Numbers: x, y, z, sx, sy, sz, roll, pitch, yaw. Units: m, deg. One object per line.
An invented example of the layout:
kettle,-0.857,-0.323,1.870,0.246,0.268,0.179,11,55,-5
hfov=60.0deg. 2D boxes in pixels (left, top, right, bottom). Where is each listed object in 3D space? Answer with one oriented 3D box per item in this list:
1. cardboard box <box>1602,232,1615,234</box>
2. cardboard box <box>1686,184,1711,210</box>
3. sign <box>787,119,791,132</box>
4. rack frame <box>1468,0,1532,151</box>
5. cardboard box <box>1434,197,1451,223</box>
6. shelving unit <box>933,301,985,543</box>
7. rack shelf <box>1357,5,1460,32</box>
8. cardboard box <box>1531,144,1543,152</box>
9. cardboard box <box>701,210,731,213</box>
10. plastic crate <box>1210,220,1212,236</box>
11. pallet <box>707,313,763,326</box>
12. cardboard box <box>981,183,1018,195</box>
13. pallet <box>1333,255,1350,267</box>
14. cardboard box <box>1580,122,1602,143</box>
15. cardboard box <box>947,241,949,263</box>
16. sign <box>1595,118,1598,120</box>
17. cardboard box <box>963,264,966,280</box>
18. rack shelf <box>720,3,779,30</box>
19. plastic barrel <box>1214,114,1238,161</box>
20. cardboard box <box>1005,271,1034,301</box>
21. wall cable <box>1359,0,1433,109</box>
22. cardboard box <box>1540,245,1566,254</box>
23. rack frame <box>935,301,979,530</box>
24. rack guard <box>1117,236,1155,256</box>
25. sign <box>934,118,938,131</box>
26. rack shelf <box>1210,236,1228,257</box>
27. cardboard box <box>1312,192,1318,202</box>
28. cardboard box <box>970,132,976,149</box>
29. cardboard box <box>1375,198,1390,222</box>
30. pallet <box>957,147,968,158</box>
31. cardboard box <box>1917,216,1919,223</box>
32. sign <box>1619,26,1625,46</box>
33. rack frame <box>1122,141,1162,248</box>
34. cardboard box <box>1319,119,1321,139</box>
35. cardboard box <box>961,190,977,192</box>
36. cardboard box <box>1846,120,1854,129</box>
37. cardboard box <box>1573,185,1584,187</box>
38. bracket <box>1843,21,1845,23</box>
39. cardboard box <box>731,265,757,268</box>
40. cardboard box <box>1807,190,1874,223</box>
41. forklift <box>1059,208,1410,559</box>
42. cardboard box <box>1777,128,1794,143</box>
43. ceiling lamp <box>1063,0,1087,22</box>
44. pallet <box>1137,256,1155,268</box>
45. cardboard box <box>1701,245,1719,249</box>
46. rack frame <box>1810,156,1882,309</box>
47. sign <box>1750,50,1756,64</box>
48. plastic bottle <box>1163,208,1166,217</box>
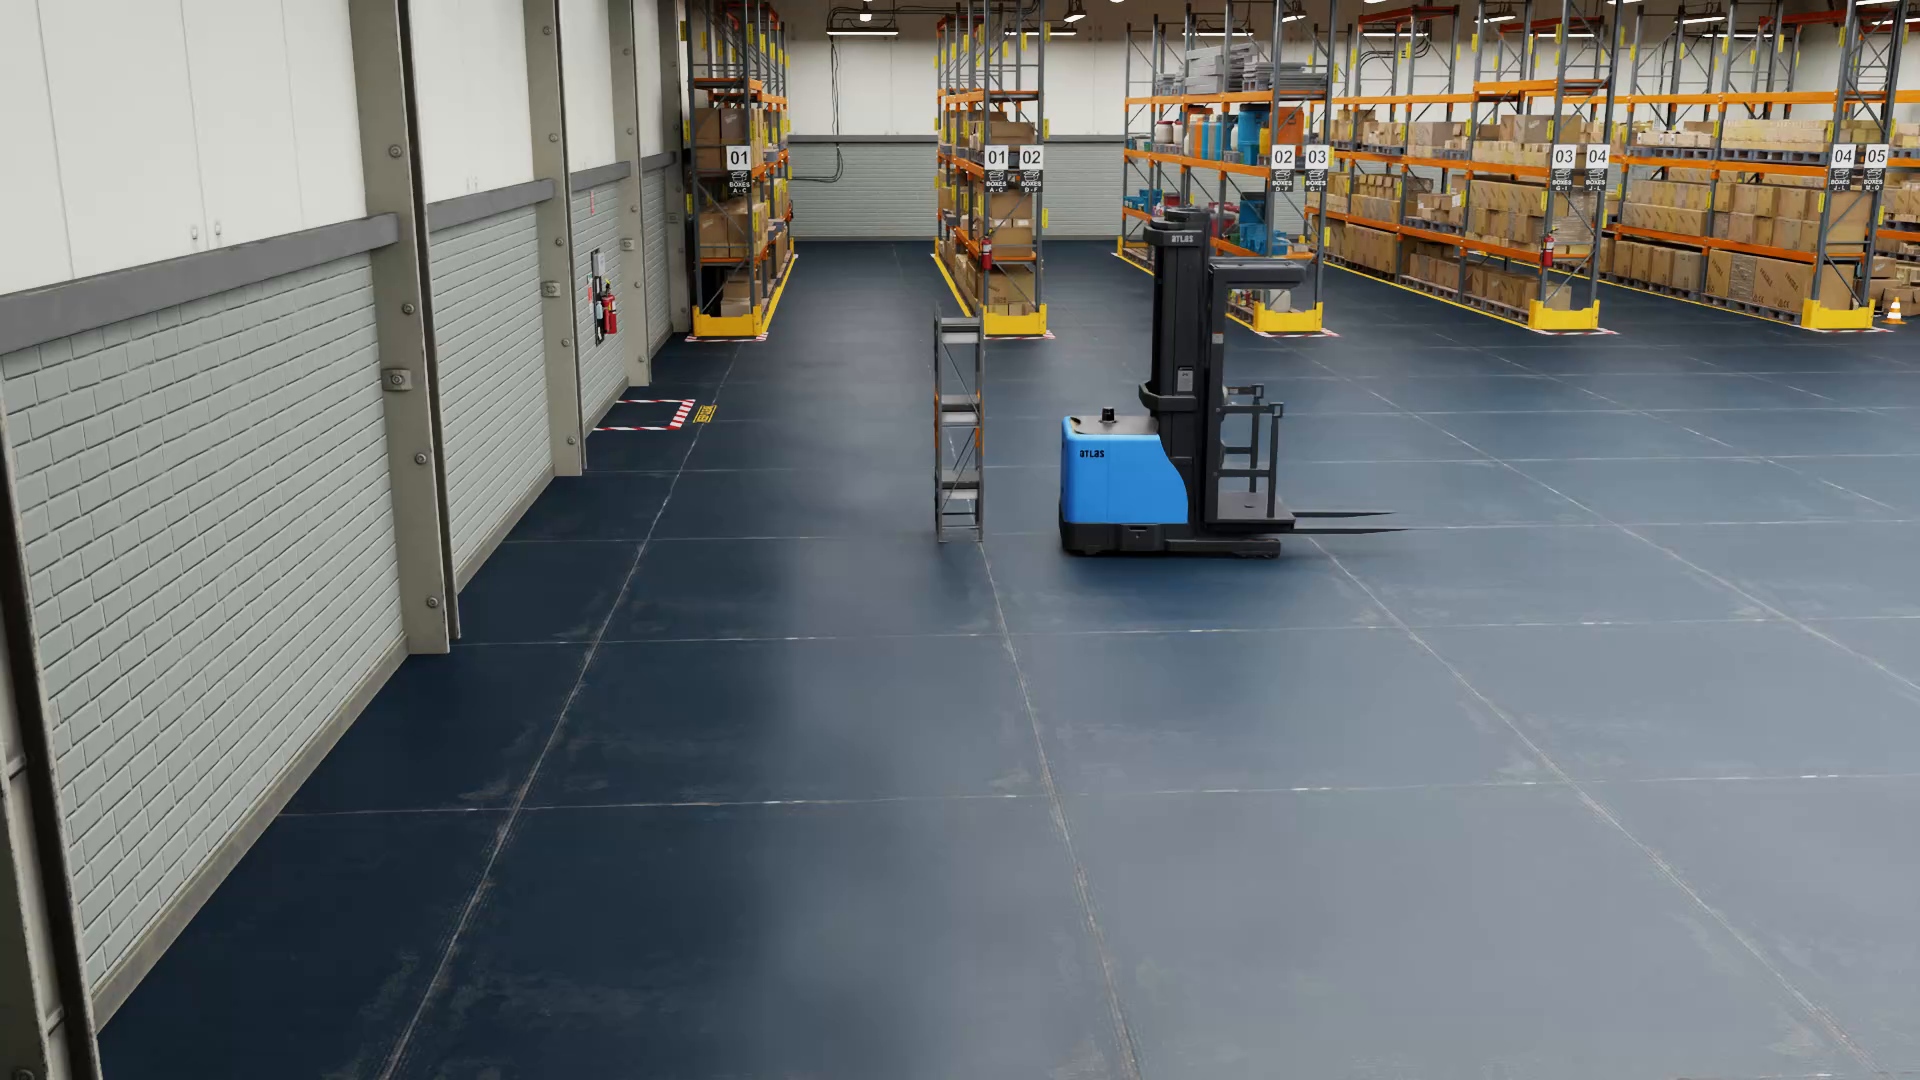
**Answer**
cardboard box,15.375,-7.186,39.606,0.500,0.250,0.500,-2,15,-6
cardboard box,15.436,-7.065,34.260,0.700,0.500,0.500,-1,14,-4
sign,-4.482,-10.833,43.473,0.100,0.325,0.005,-1,14,-3
rack frame,10.550,-9.135,32.473,1.000,3.000,0.127,-1,14,-3
cardboard box,10.351,-6.913,34.825,0.797,0.503,0.637,1,14,2
shelving unit,-0.010,-1.058,14.925,0.431,2.100,0.503,-1,14,-3
rack shelf,10.178,-11.889,37.948,1.077,0.370,4.000,-1,14,-3
cardboard box,10.444,-7.005,29.715,0.380,0.149,0.250,-2,15,-6
cardboard box,-4.296,-5.545,29.315,0.500,0.500,0.500,-1,14,-3
plastic crate,5.228,-6.415,33.973,0.392,0.384,0.575,-1,14,-3
pallet,-4.053,-3.877,29.670,1.003,0.211,1.213,-1,14,-3
cardboard box,0.759,-6.394,31.054,0.700,0.500,0.500,-1,14,-3
pallet,10.085,-7.059,42.040,1.003,0.211,1.213,-1,14,-3
cardboard box,14.976,-9.591,39.213,0.797,0.503,0.637,-1,14,-4
cardboard box,-0.046,-6.946,40.137,0.500,0.500,0.500,-2,15,-6
sign,15.565,-10.174,40.702,0.100,0.325,0.005,-1,14,-3
cardboard box,0.313,-5.447,33.727,0.500,0.311,0.500,0,14,-2
rack shelf,-4.653,-11.659,37.056,1.077,0.370,4.000,-1,14,-3
plastic barrel,5.359,-7.972,32.965,0.600,0.901,0.708,-1,14,-3
cardboard box,1.066,-4.579,29.975,0.500,0.500,0.500,-1,14,-3
wall cable,12.896,-15.137,49.343,2.277,5.999,0.120,-1,14,-3
cardboard box,10.574,-5.181,29.648,0.380,0.149,0.250,-1,14,-3
rack frame,-0.025,-1.119,15.161,0.400,2.100,0.015,-1,14,-3
rack guard,4.849,-7.933,44.856,1.175,0.500,0.348,-1,14,-3
sign,-0.622,-10.930,43.713,0.100,0.325,0.005,-1,14,-3
rack shelf,5.483,-6.303,34.946,1.077,0.370,4.000,-1,14,-3
cardboard box,9.606,-9.033,43.819,0.500,0.250,0.500,-1,14,-4
cardboard box,0.464,-7.495,31.172,0.500,0.311,0.500,-2,15,-7
cardboard box,9.964,-7.645,38.520,0.500,0.500,0.500,-1,14,-5
pallet,0.546,-8.267,35.495,1.213,0.211,1.003,0,14,-1
cardboard box,20.135,-6.654,34.531,0.380,0.149,0.250,-1,14,-5
sign,11.340,-8.640,28.512,0.100,0.325,0.005,-1,14,-3
rack frame,4.863,-9.138,44.522,1.000,3.000,0.127,-1,14,-3
cardboard box,9.892,-10.839,43.869,0.700,0.500,0.500,-2,15,-7
cardboard box,0.397,-7.710,37.928,0.700,0.500,0.500,2,15,7
cardboard box,16.037,-7.406,29.631,0.380,0.149,0.250,-1,14,-3
cardboard box,11.012,-6.177,30.211,0.500,0.500,0.500,-1,14,-3
bracket,25.055,-14.669,46.757,0.235,0.232,0.430,-1,14,-3
cardboard box,-4.374,-5.659,33.628,0.500,0.250,0.500,-1,14,-5
cardboard box,15.770,-5.975,29.761,0.875,0.550,0.550,-1,14,-3
forklift,2.419,-1.389,14.544,3.031,2.935,1.130,0,14,1
cardboard box,15.385,-7.429,30.522,0.500,0.250,0.500,-1,14,-4
ceiling lamp,2.916,-13.633,38.239,0.800,3.185,2.000,-1,14,-3
pallet,5.027,-6.975,41.712,1.003,0.211,1.213,-1,14,-3
cardboard box,19.958,-7.716,43.293,0.875,0.438,0.875,-1,14,-5
rack frame,15.755,-5.287,29.554,1.000,3.000,0.127,-1,14,-3
sign,19.390,-11.805,40.654,0.100,0.325,0.005,-1,14,-3
plastic bottle,4.811,-7.643,38.969,0.097,0.271,0.097,0,14,0
